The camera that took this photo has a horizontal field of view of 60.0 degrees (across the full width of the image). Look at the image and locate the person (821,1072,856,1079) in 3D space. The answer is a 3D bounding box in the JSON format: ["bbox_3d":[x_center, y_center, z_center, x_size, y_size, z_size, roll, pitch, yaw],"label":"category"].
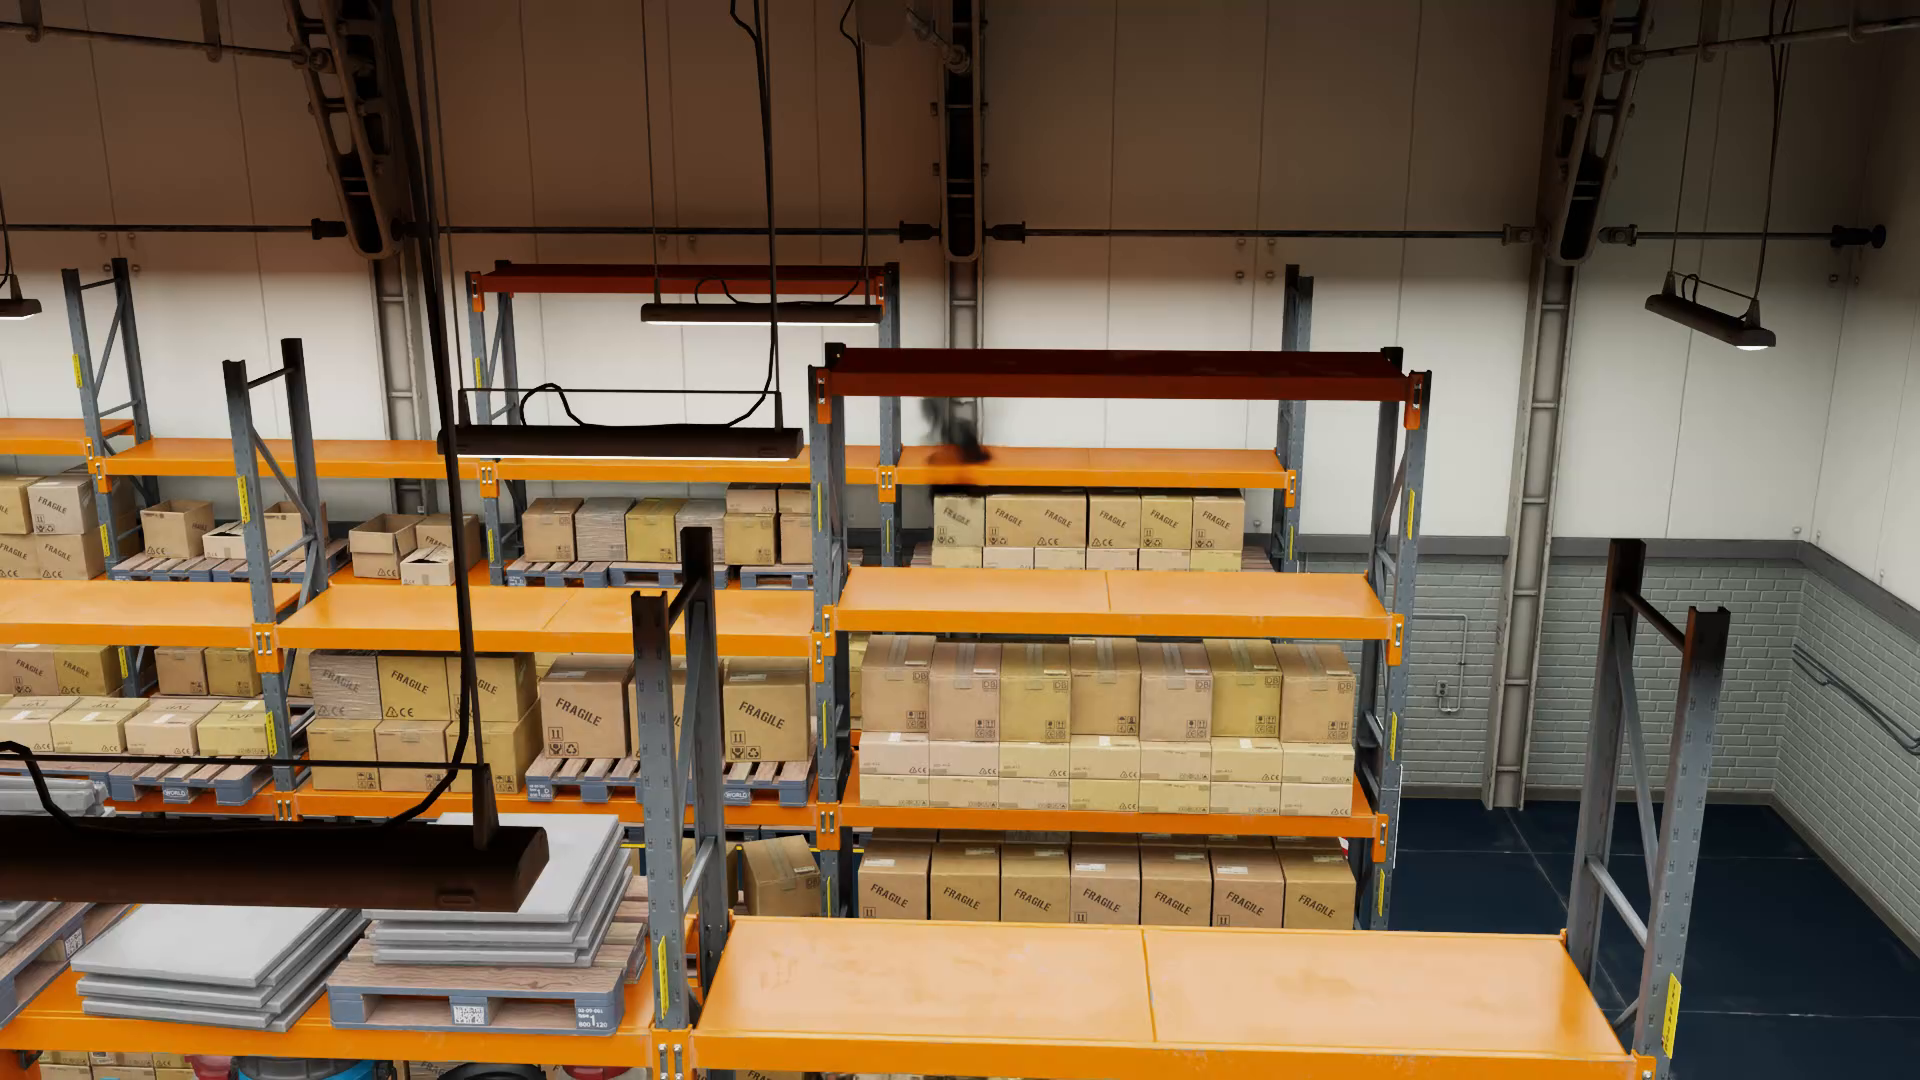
[{"bbox_3d":[-0.764,4.175,11.014,0.969,1.805,0.660,-1,16,-3],"label":"person"}]
